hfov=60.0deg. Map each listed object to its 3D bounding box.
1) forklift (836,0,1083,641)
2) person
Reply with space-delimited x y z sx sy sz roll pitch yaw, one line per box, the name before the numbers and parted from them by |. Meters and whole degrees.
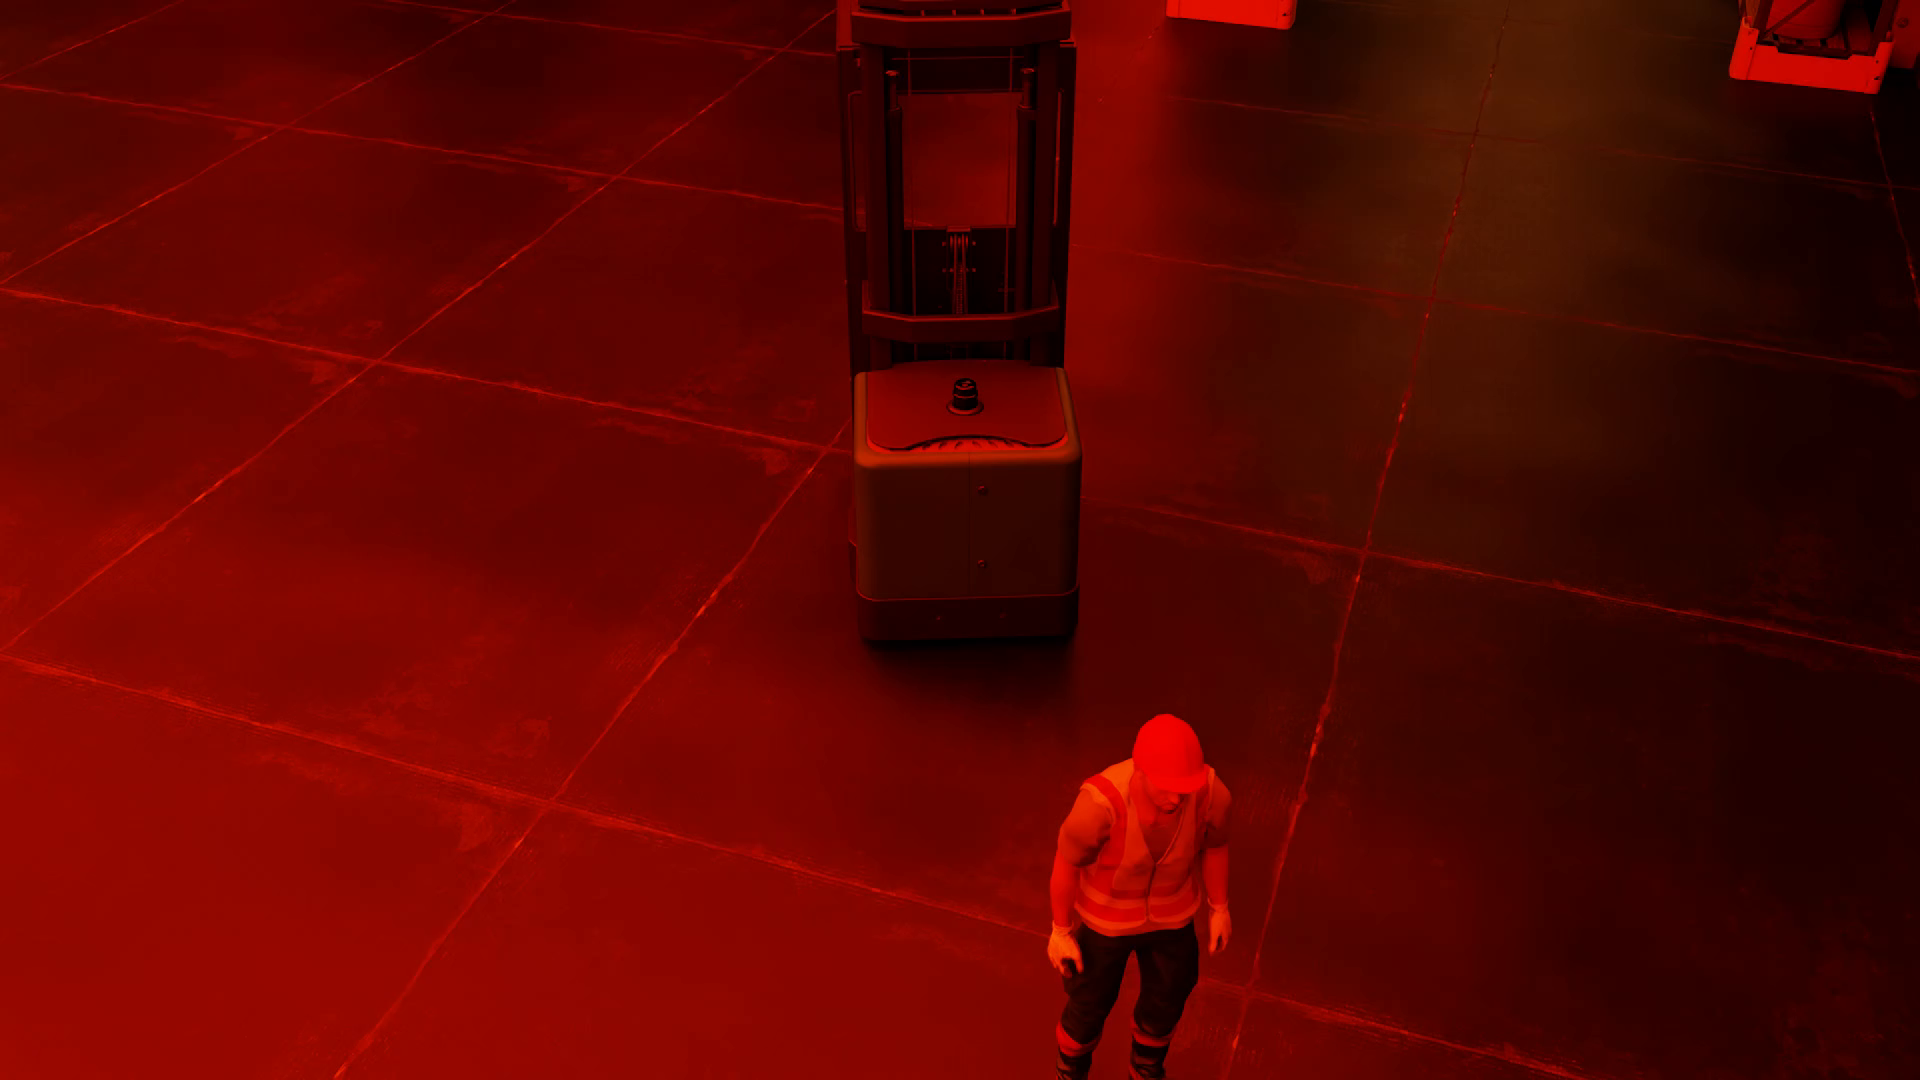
forklift | -0.029 -1.547 8.293 1.130 2.935 3.031 -2 35 -2
person | 0.581 1.232 5.371 0.622 1.781 0.445 -6 36 -9
